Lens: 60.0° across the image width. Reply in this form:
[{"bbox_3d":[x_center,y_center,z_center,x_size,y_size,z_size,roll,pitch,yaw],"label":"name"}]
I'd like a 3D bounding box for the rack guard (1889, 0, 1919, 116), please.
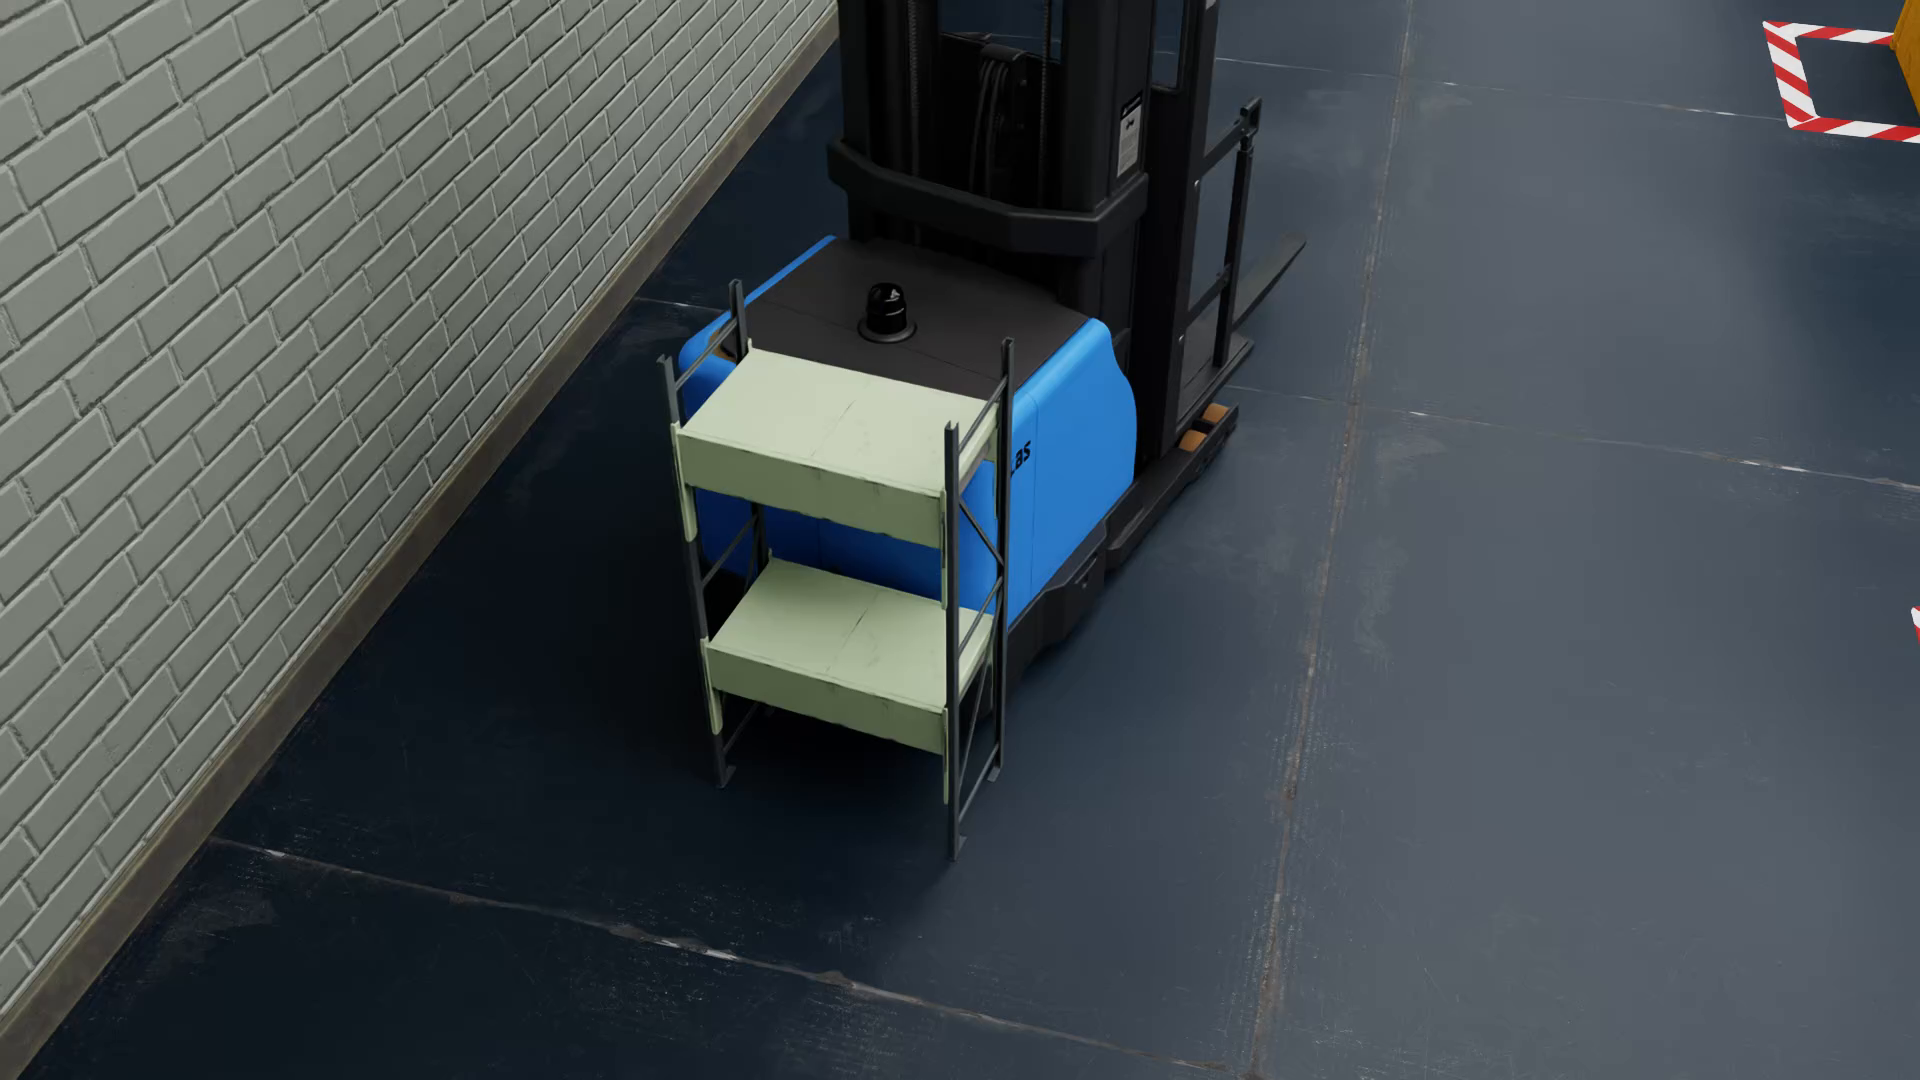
[{"bbox_3d":[5.008,-2.489,8.325,0.348,0.500,1.175,10,41,11],"label":"rack guard"}]

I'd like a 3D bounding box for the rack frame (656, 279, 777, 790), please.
[{"bbox_3d":[-0.634,0.036,4.541,0.023,1.500,0.400,14,42,16],"label":"rack frame"}]

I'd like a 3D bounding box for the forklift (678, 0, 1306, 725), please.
[{"bbox_3d":[0.370,-1.495,5.251,1.130,2.935,3.031,21,44,23],"label":"forklift"}]

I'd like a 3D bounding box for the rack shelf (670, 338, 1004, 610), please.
[{"bbox_3d":[-0.293,-0.177,4.188,0.720,0.370,0.431,14,42,16],"label":"rack shelf"}]

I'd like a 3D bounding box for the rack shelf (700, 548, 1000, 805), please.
[{"bbox_3d":[-0.293,0.372,4.648,0.720,0.370,0.431,14,42,16],"label":"rack shelf"}]

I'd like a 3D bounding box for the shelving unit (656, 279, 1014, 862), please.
[{"bbox_3d":[-0.293,0.122,4.439,0.755,1.500,0.431,14,42,16],"label":"shelving unit"}]

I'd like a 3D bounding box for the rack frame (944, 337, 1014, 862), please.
[{"bbox_3d":[0.048,0.208,4.336,0.023,1.500,0.400,14,42,16],"label":"rack frame"}]
